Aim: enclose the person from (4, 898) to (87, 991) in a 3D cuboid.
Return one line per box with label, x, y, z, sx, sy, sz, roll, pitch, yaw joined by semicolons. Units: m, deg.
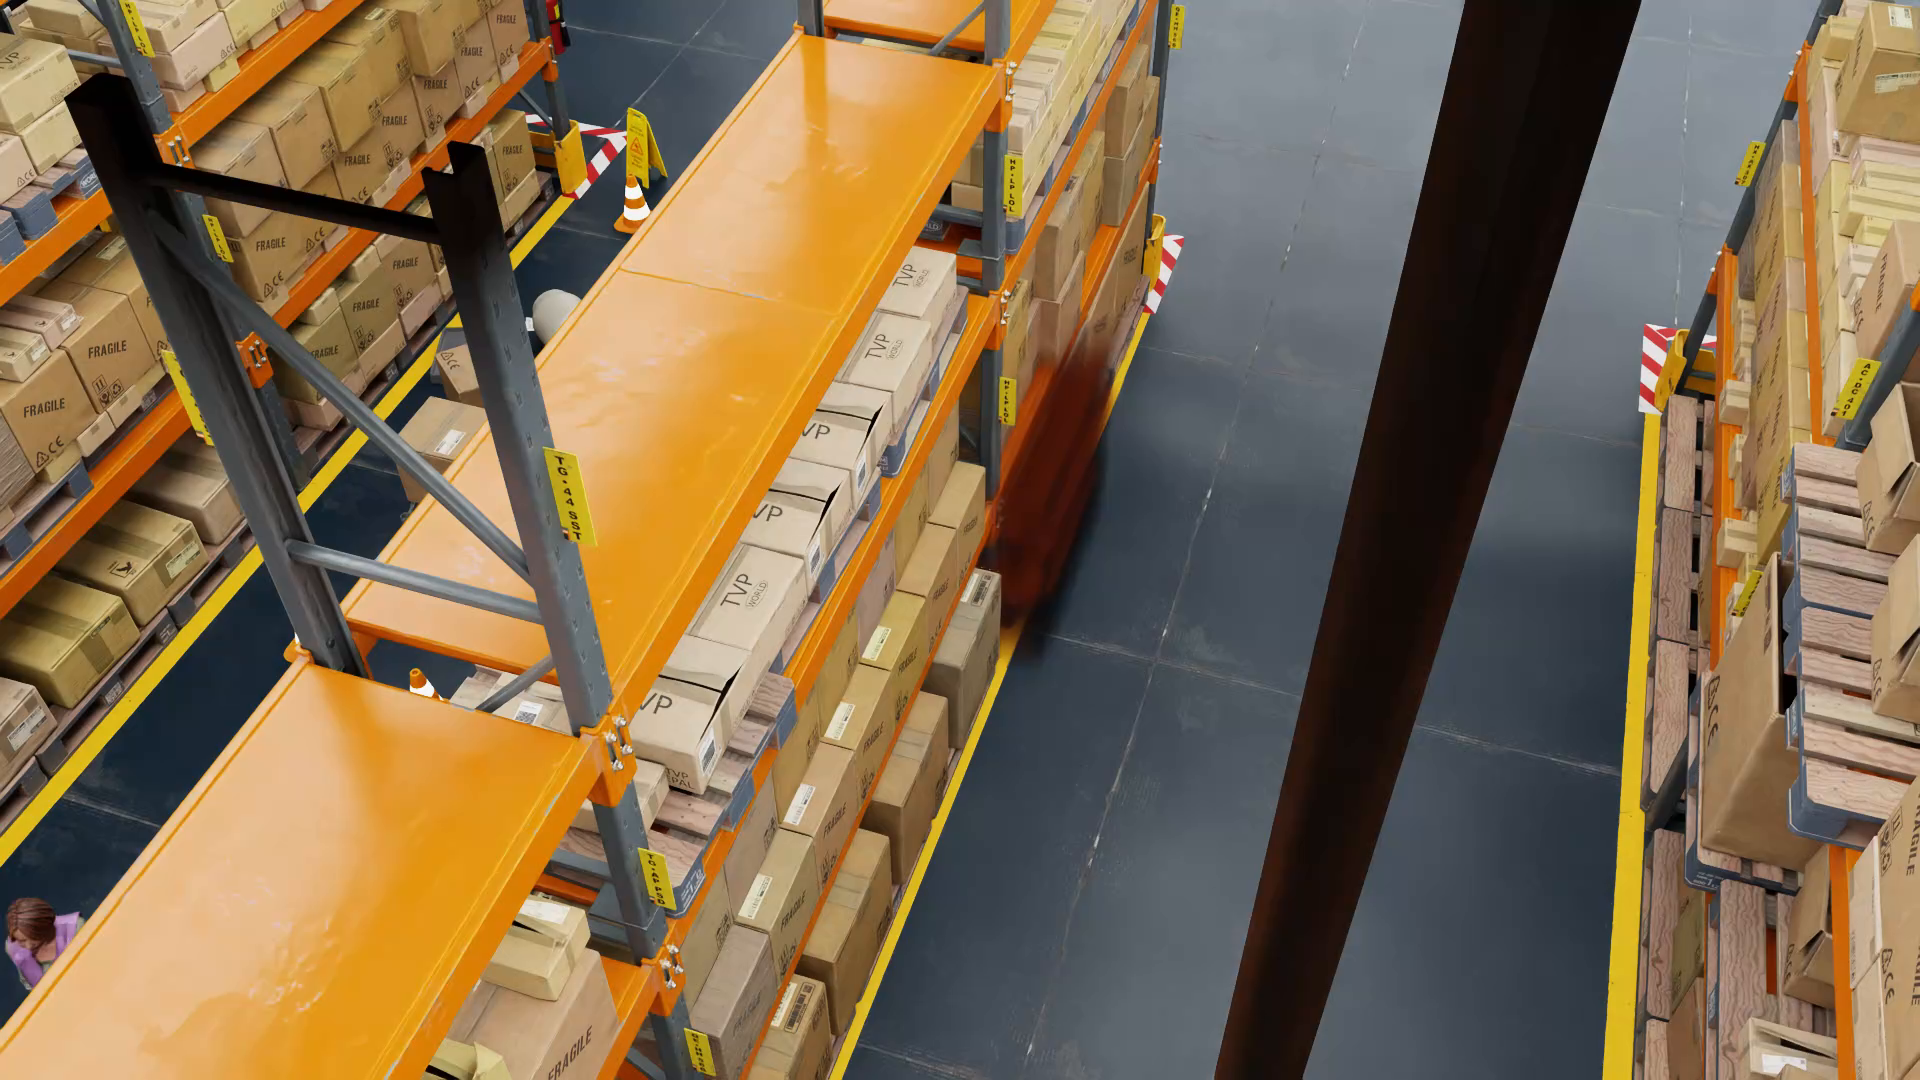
person;-4.148;2.155;7.924;0.446;1.612;0.372;-9;46;-8
